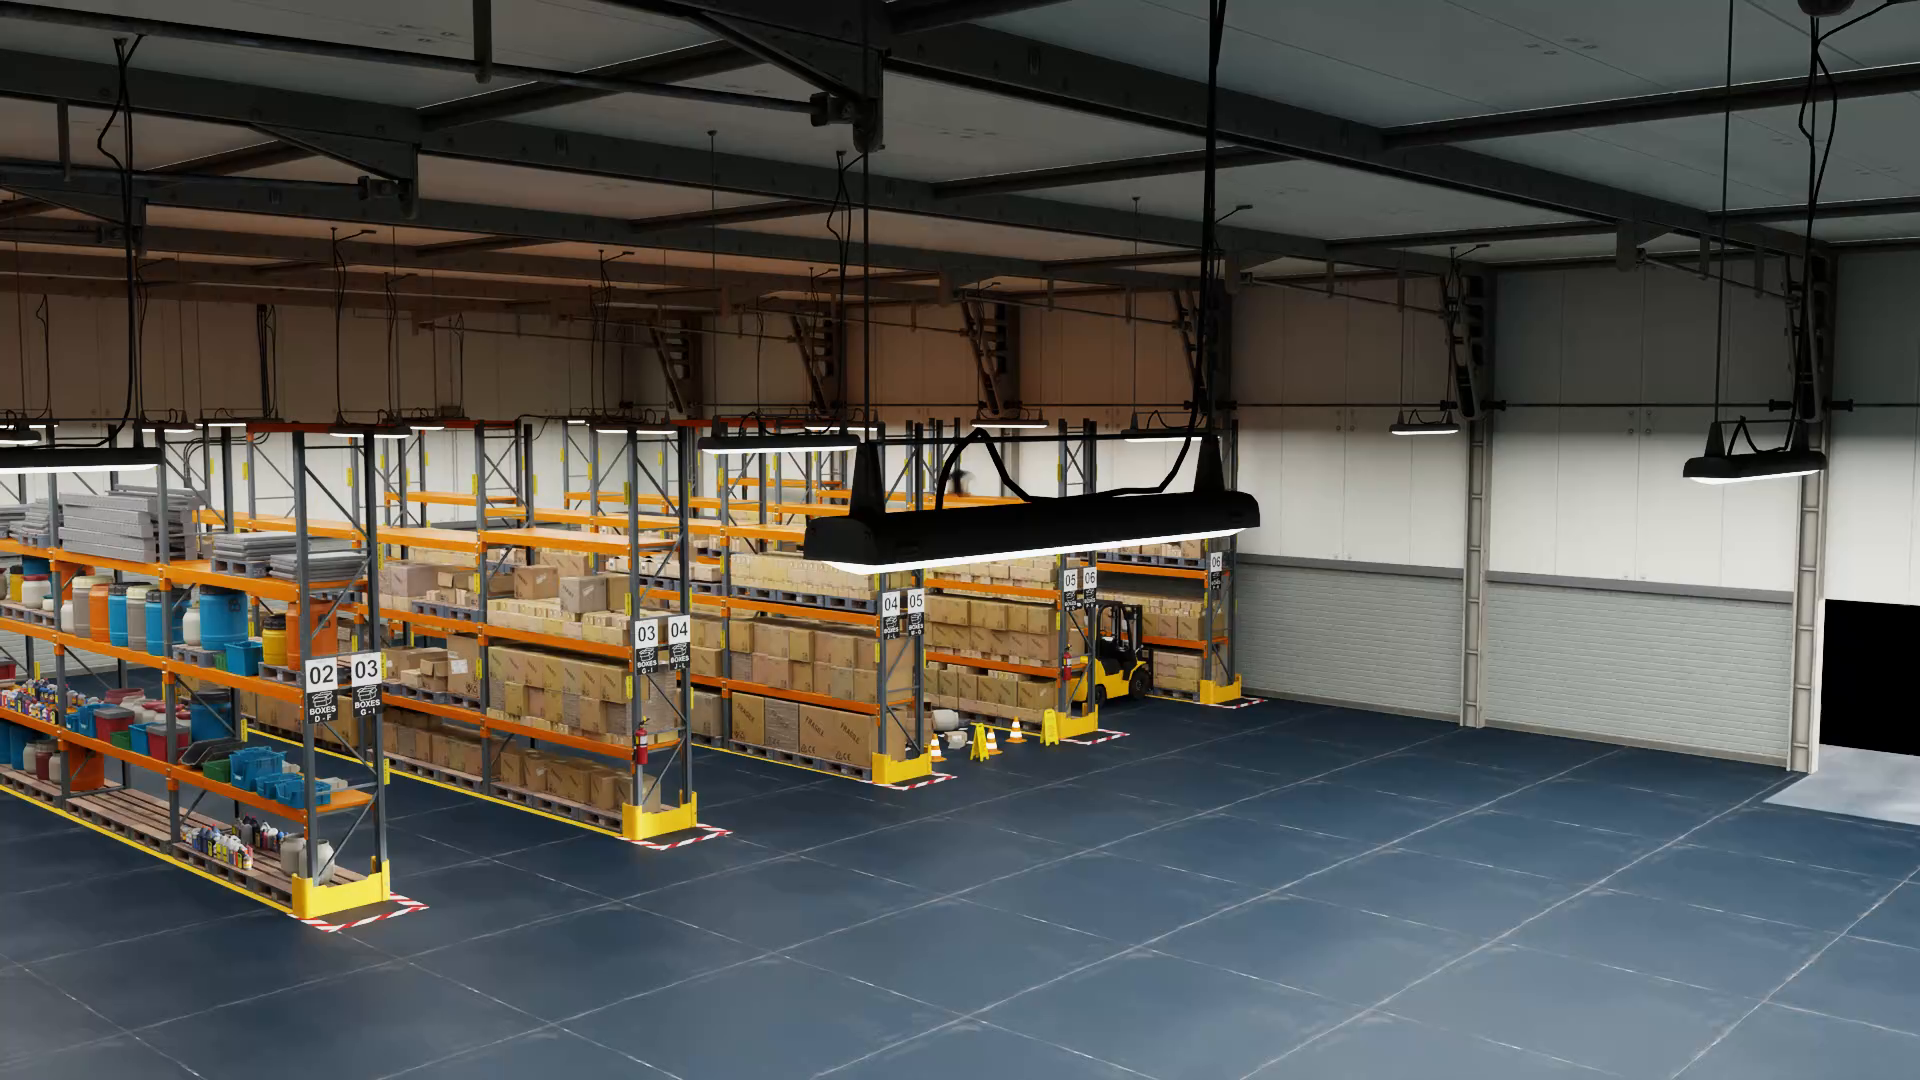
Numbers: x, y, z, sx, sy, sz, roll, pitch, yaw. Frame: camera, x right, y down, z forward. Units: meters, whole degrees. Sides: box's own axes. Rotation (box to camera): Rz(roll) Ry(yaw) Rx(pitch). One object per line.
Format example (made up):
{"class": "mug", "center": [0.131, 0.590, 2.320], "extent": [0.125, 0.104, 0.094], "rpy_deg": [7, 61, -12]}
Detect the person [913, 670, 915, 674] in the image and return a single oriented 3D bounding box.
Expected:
{"class": "person", "center": [-1.120, 2.362, 38.847], "extent": [0.613, 1.561, 0.507], "rpy_deg": [3, 5, 29]}
